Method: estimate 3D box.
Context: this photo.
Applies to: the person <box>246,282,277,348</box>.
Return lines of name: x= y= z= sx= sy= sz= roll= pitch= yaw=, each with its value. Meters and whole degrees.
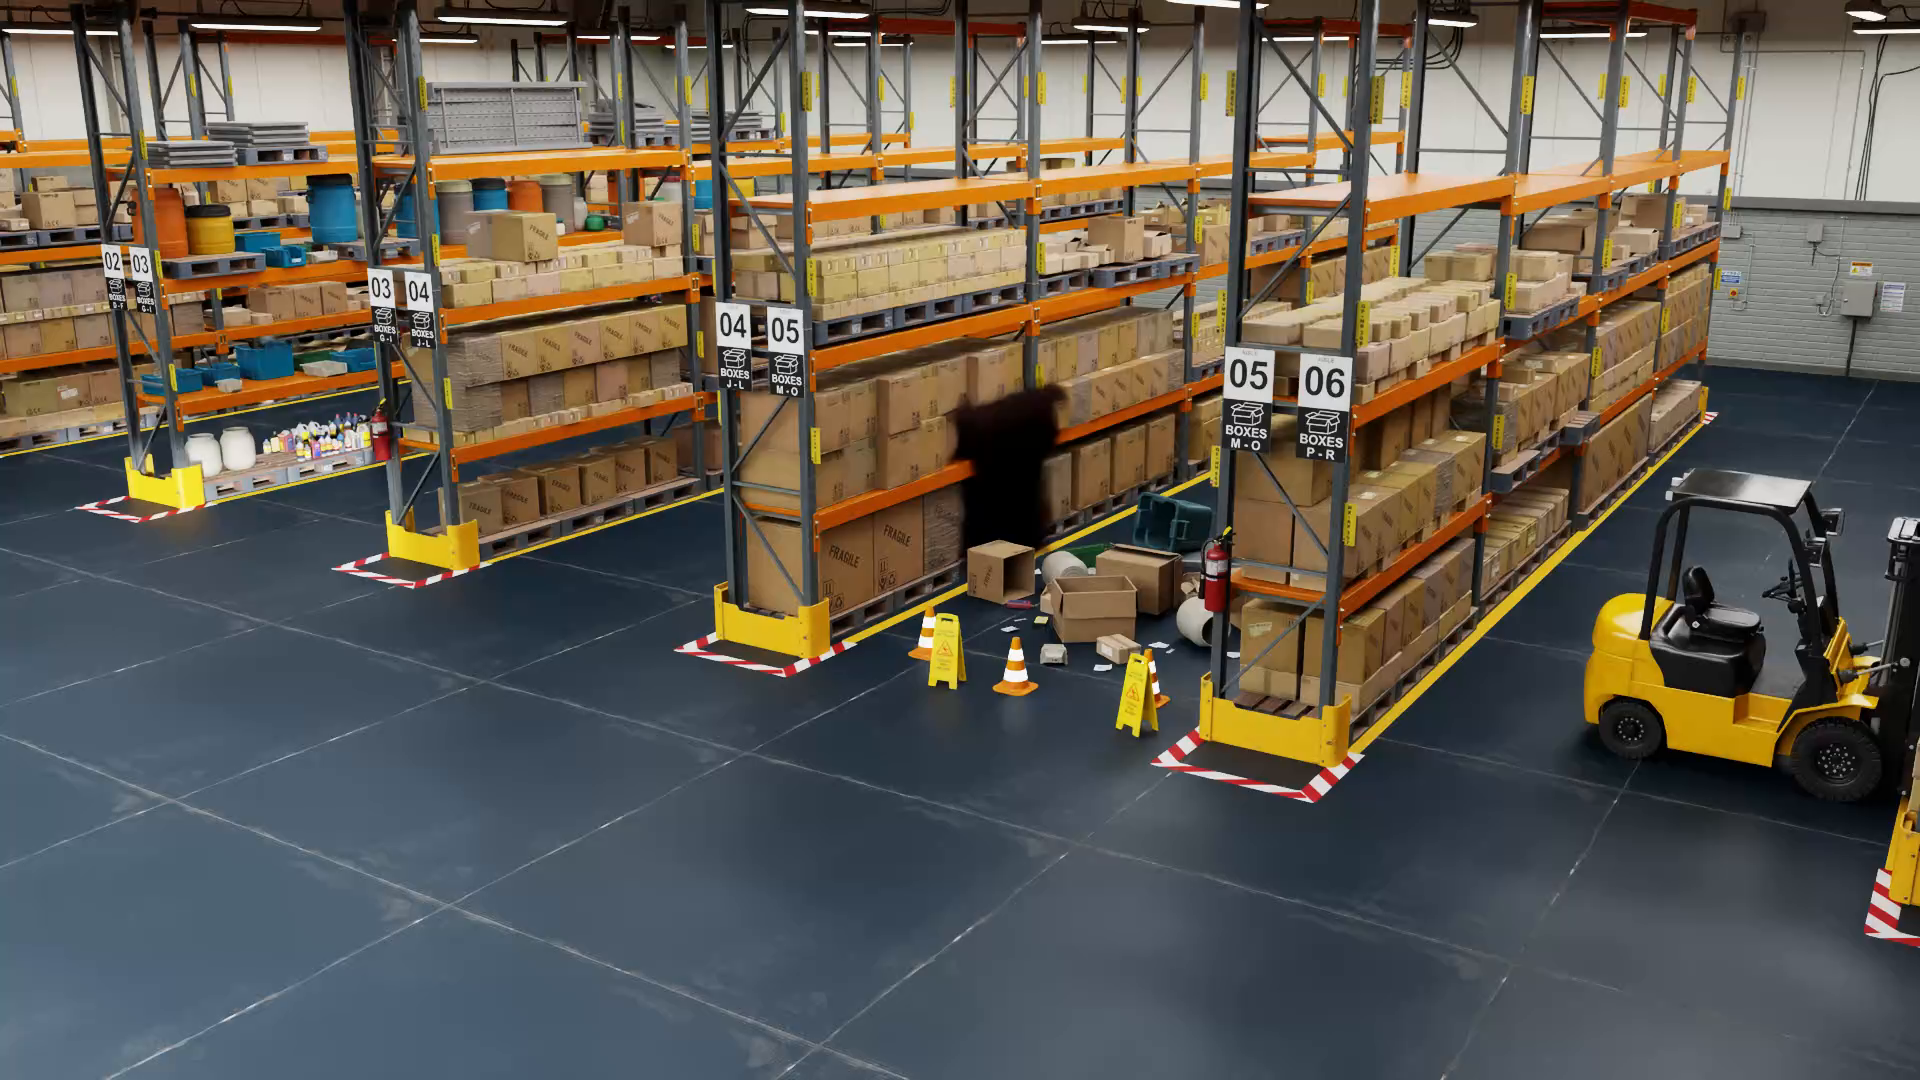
person: x=-12.558 y=-3.953 z=30.195 sx=0.592 sy=1.751 sz=0.727 roll=4 pitch=16 yaw=14
